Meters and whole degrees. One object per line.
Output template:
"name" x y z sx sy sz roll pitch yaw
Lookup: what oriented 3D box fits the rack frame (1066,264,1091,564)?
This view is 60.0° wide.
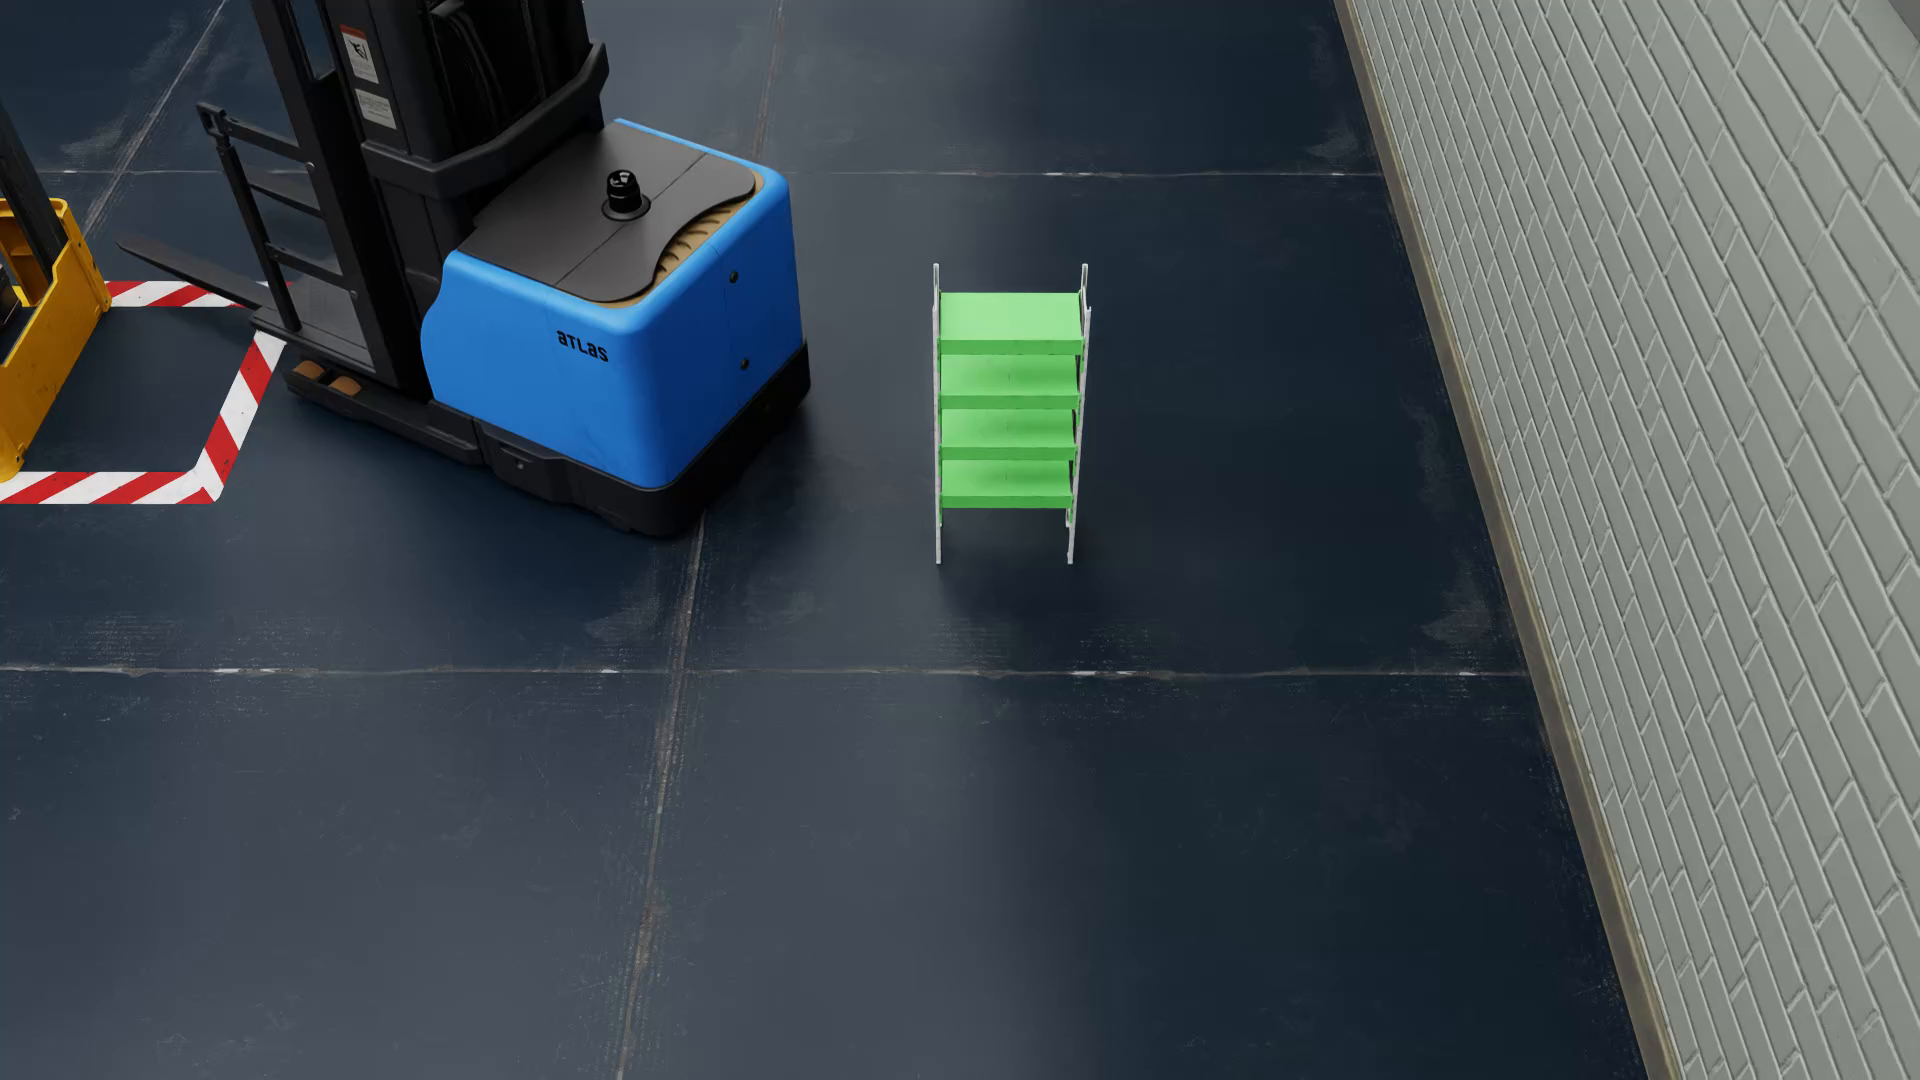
"rack frame" 0.410 -0.408 5.810 0.015 1.200 0.240 0 47 0

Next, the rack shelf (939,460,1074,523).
"rack shelf" 0.166 -0.201 6.033 0.480 0.148 0.258 0 47 0

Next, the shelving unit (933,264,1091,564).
"shelving unit" 0.166 -0.408 5.810 0.503 1.200 0.258 0 47 0

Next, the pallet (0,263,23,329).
"pallet" -4.661 -0.746 6.800 1.213 0.211 1.003 0 47 0

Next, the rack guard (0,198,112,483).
"rack guard" -3.849 -0.816 6.668 0.348 0.500 1.175 0 47 0

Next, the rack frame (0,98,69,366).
"rack frame" -3.773 -1.667 5.753 0.127 3.000 1.000 0 47 0

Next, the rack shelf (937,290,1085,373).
"rack shelf" 0.166 -0.692 5.506 0.480 0.148 0.258 0 47 0

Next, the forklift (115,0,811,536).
"forklift" -2.146 -1.808 5.931 3.031 2.935 1.130 22 51 19

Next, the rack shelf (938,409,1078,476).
"rack shelf" 0.166 -0.365 5.857 0.480 0.148 0.258 0 47 0

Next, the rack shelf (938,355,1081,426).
"rack shelf" 0.166 -0.528 5.681 0.480 0.148 0.258 0 47 0

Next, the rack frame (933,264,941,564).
"rack frame" -0.078 -0.409 5.811 0.015 1.200 0.240 0 47 0
